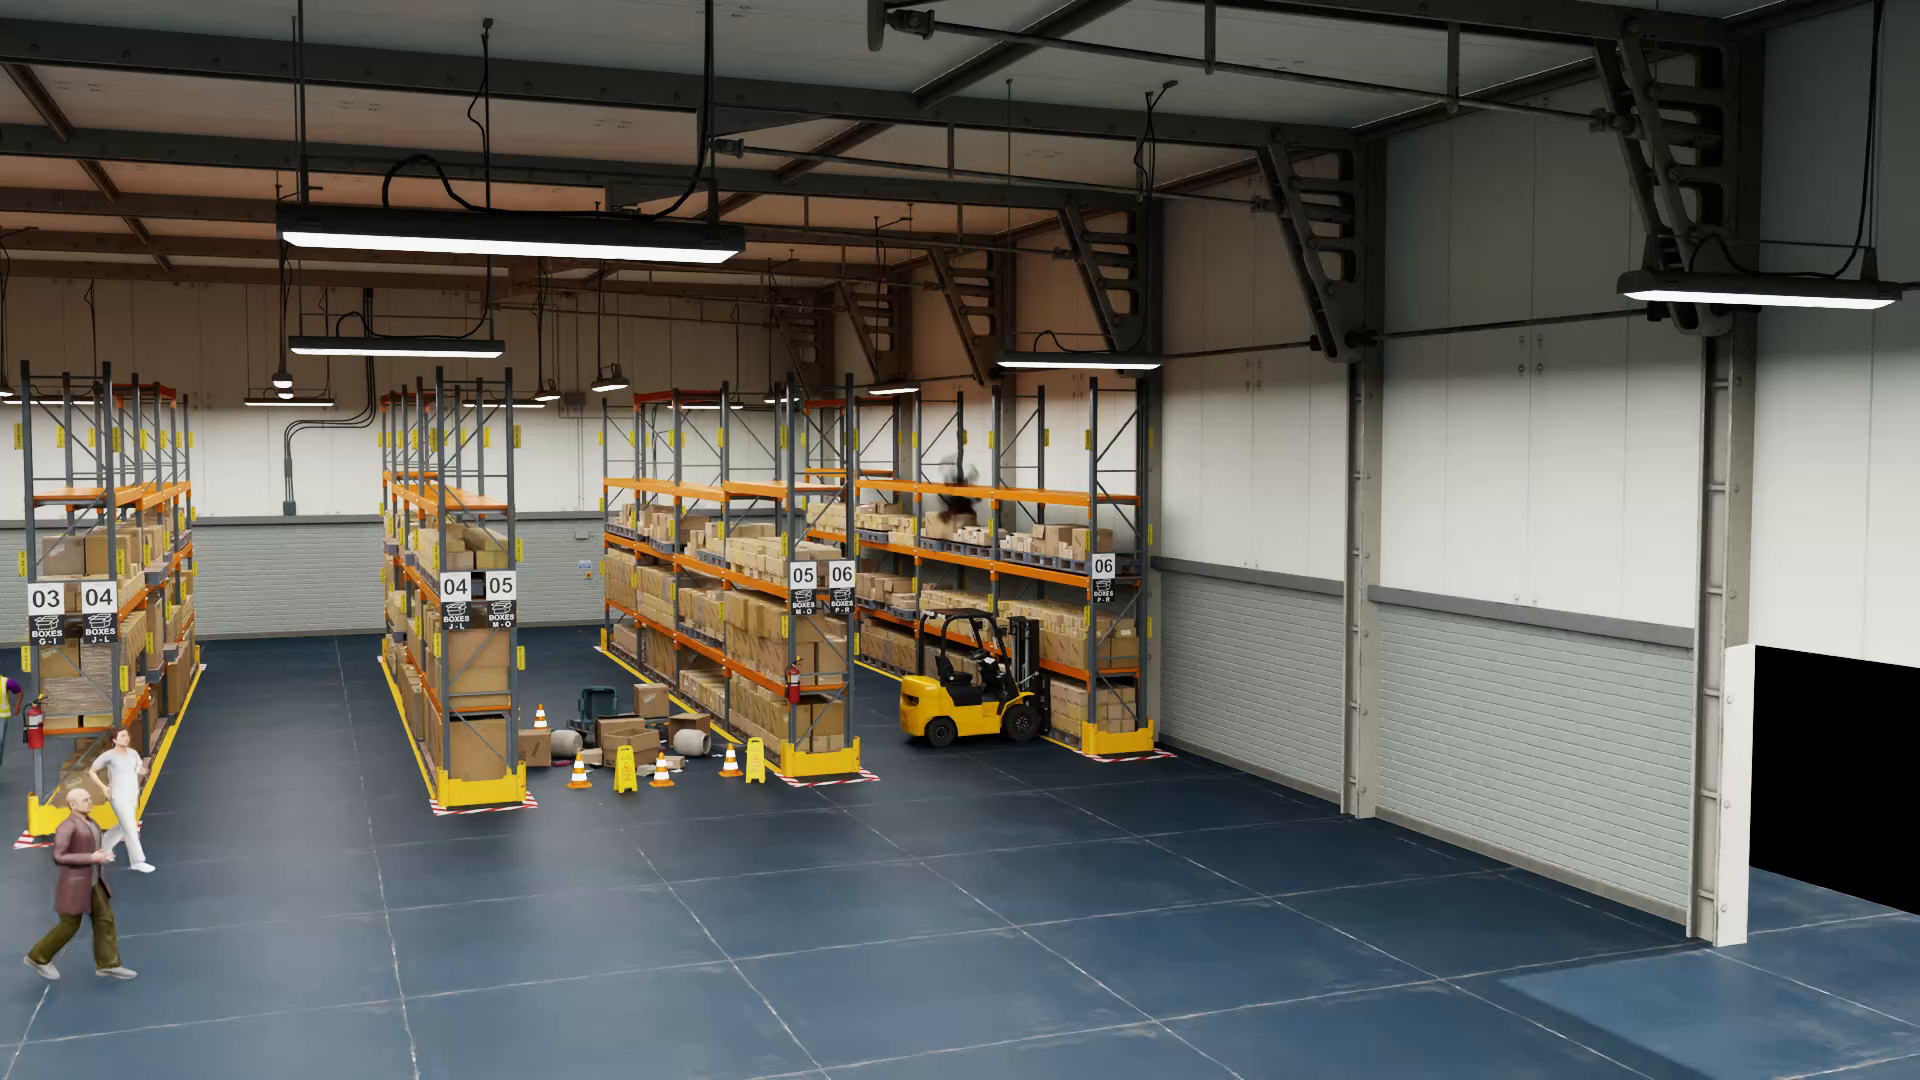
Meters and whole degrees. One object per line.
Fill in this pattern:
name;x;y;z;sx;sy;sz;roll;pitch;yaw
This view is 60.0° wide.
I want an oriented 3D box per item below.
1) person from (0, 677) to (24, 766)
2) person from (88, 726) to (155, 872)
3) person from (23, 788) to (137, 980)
person;-14.328;2.654;24.692;0.712;1.754;0.932;-1;4;-21
person;-9.723;2.982;19.290;0.969;1.653;0.565;1;4;20
person;-8.085;3.158;15.263;0.992;1.770;0.715;0;3;1
